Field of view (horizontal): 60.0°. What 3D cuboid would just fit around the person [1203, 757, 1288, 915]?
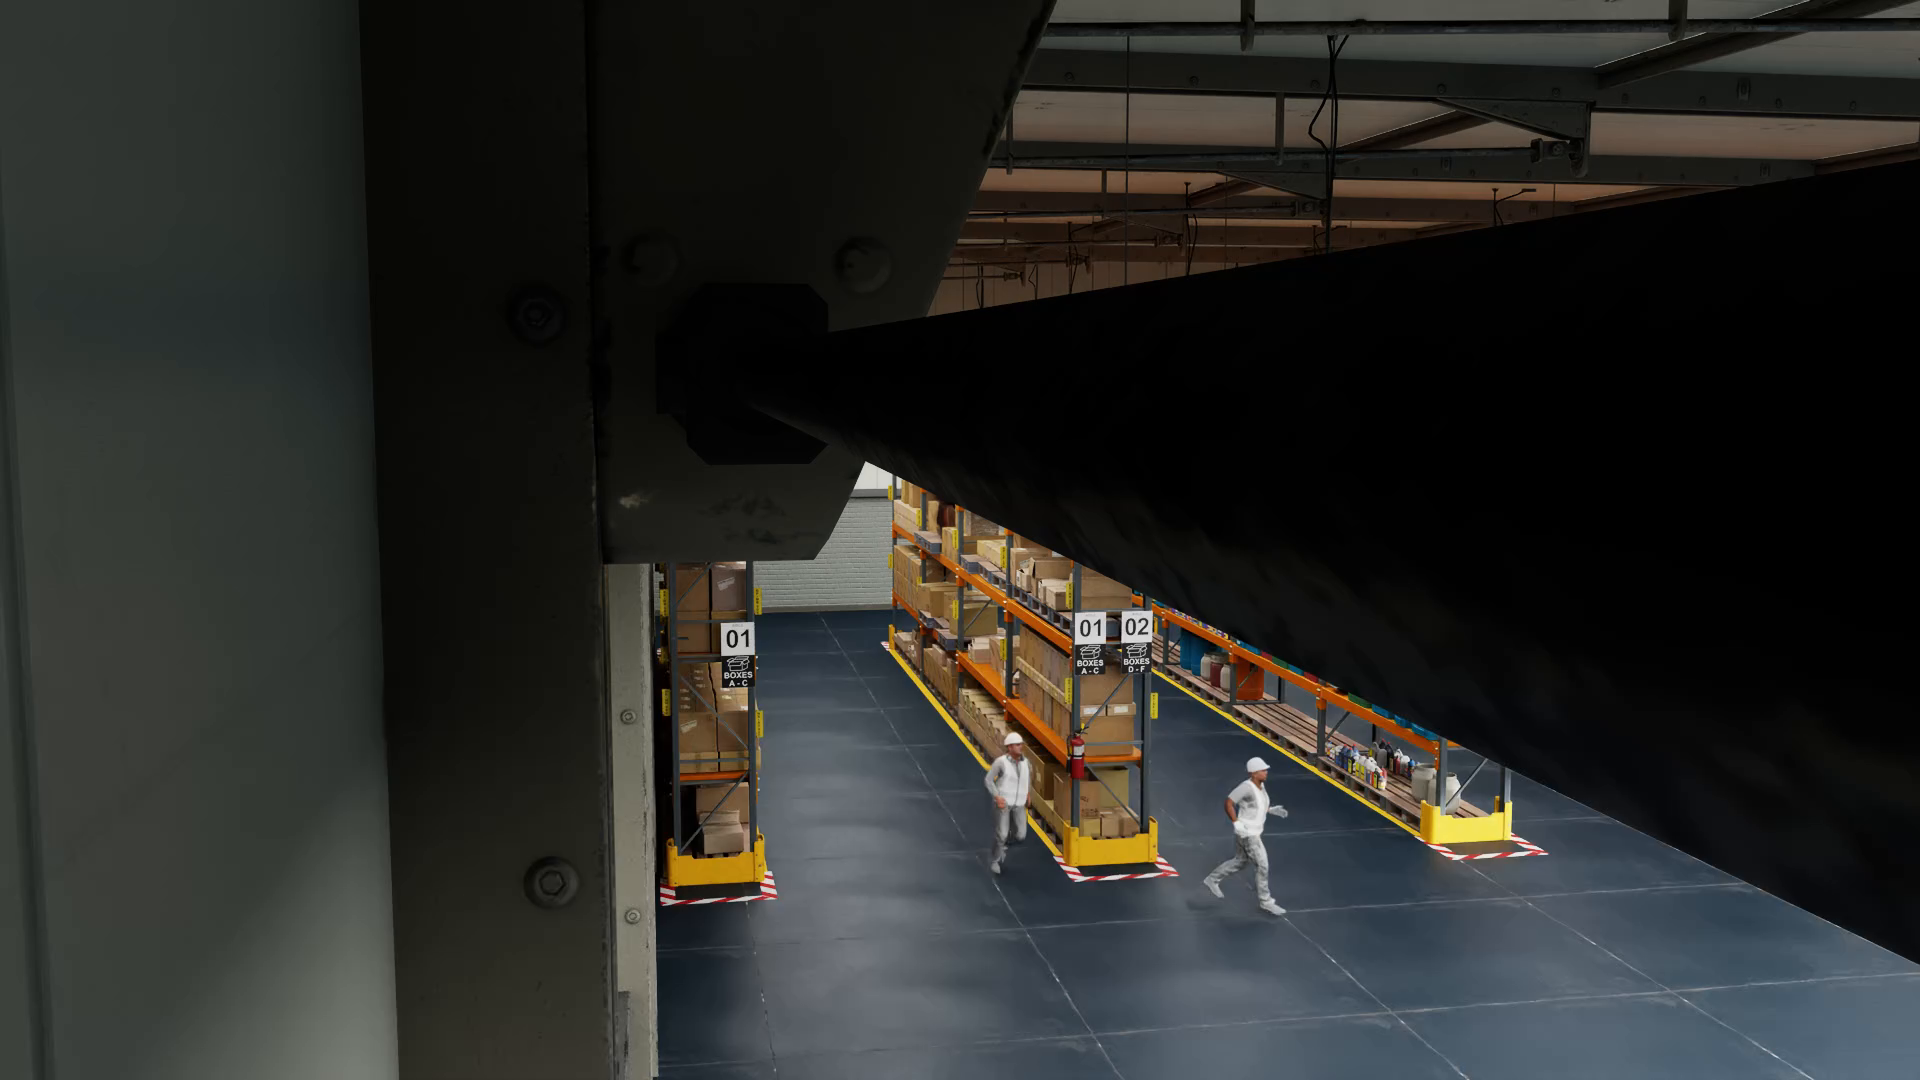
[{"bbox_3d":[3.290,3.375,19.171,0.993,1.788,0.638,2,7,19],"label":"person"}]

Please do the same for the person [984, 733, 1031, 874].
[{"bbox_3d":[0.643,3.258,20.687,0.705,1.724,0.524,-3,7,-27],"label":"person"}]
